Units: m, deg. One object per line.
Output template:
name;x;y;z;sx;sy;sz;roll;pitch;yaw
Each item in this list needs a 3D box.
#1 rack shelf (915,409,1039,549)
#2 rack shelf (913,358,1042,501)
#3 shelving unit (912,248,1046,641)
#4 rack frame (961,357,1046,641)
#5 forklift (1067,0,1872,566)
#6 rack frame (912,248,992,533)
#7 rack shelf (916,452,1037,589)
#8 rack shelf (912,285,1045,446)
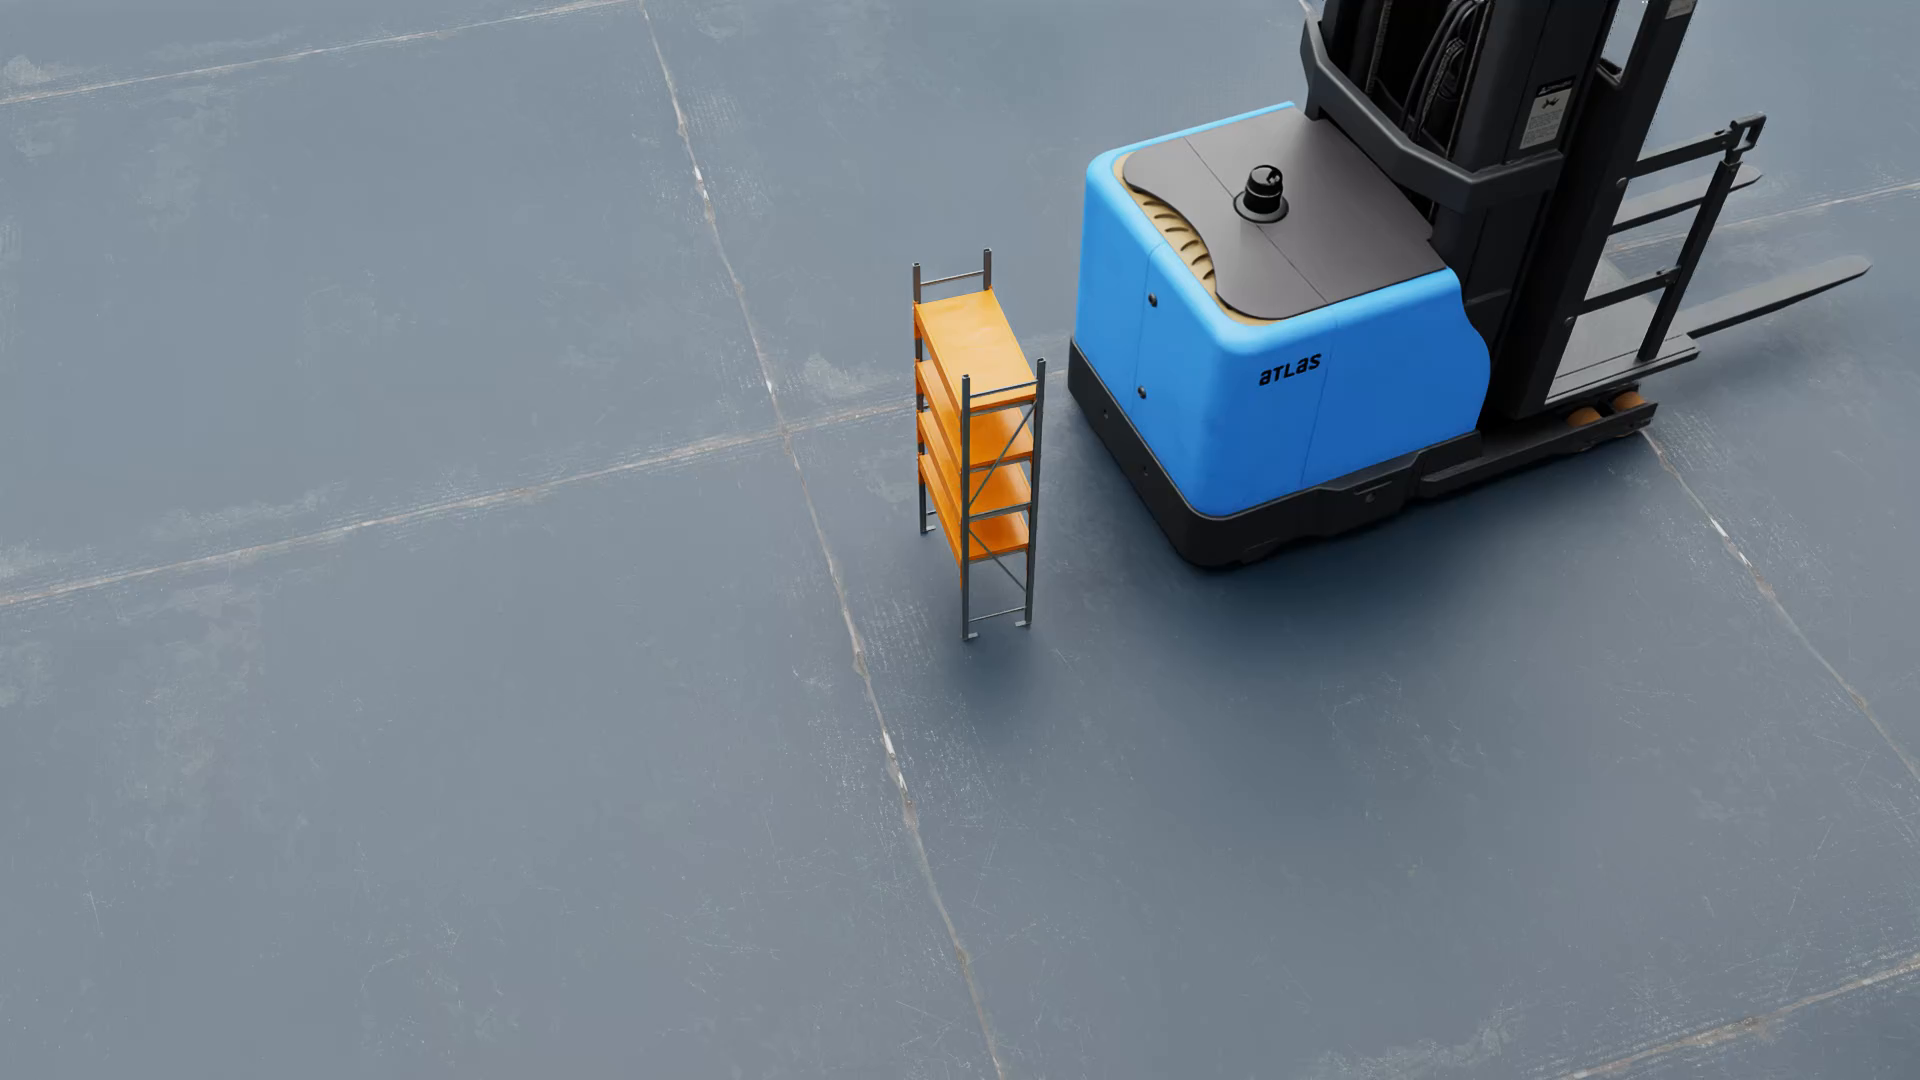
rack shelf;0.049;-0.222;5.241;0.258;0.148;0.480;-13;51;-11
rack shelf;0.049;-0.367;5.070;0.258;0.148;0.480;-13;51;-11
shelving unit;0.049;-0.266;5.189;0.258;1.200;0.503;-13;51;-11
rack frame;0.121;-0.088;5.039;0.240;1.200;0.015;-13;51;-11
forklift;1.960;-1.616;5.195;3.031;2.935;1.130;-19;52;-15
rack frame;-0.023;-0.444;5.340;0.240;1.200;0.015;-13;51;-11
rack shelf;0.049;-0.094;5.393;0.258;0.148;0.480;-13;51;-11
rack shelf;0.049;-0.519;4.889;0.258;0.148;0.480;-13;51;-11
